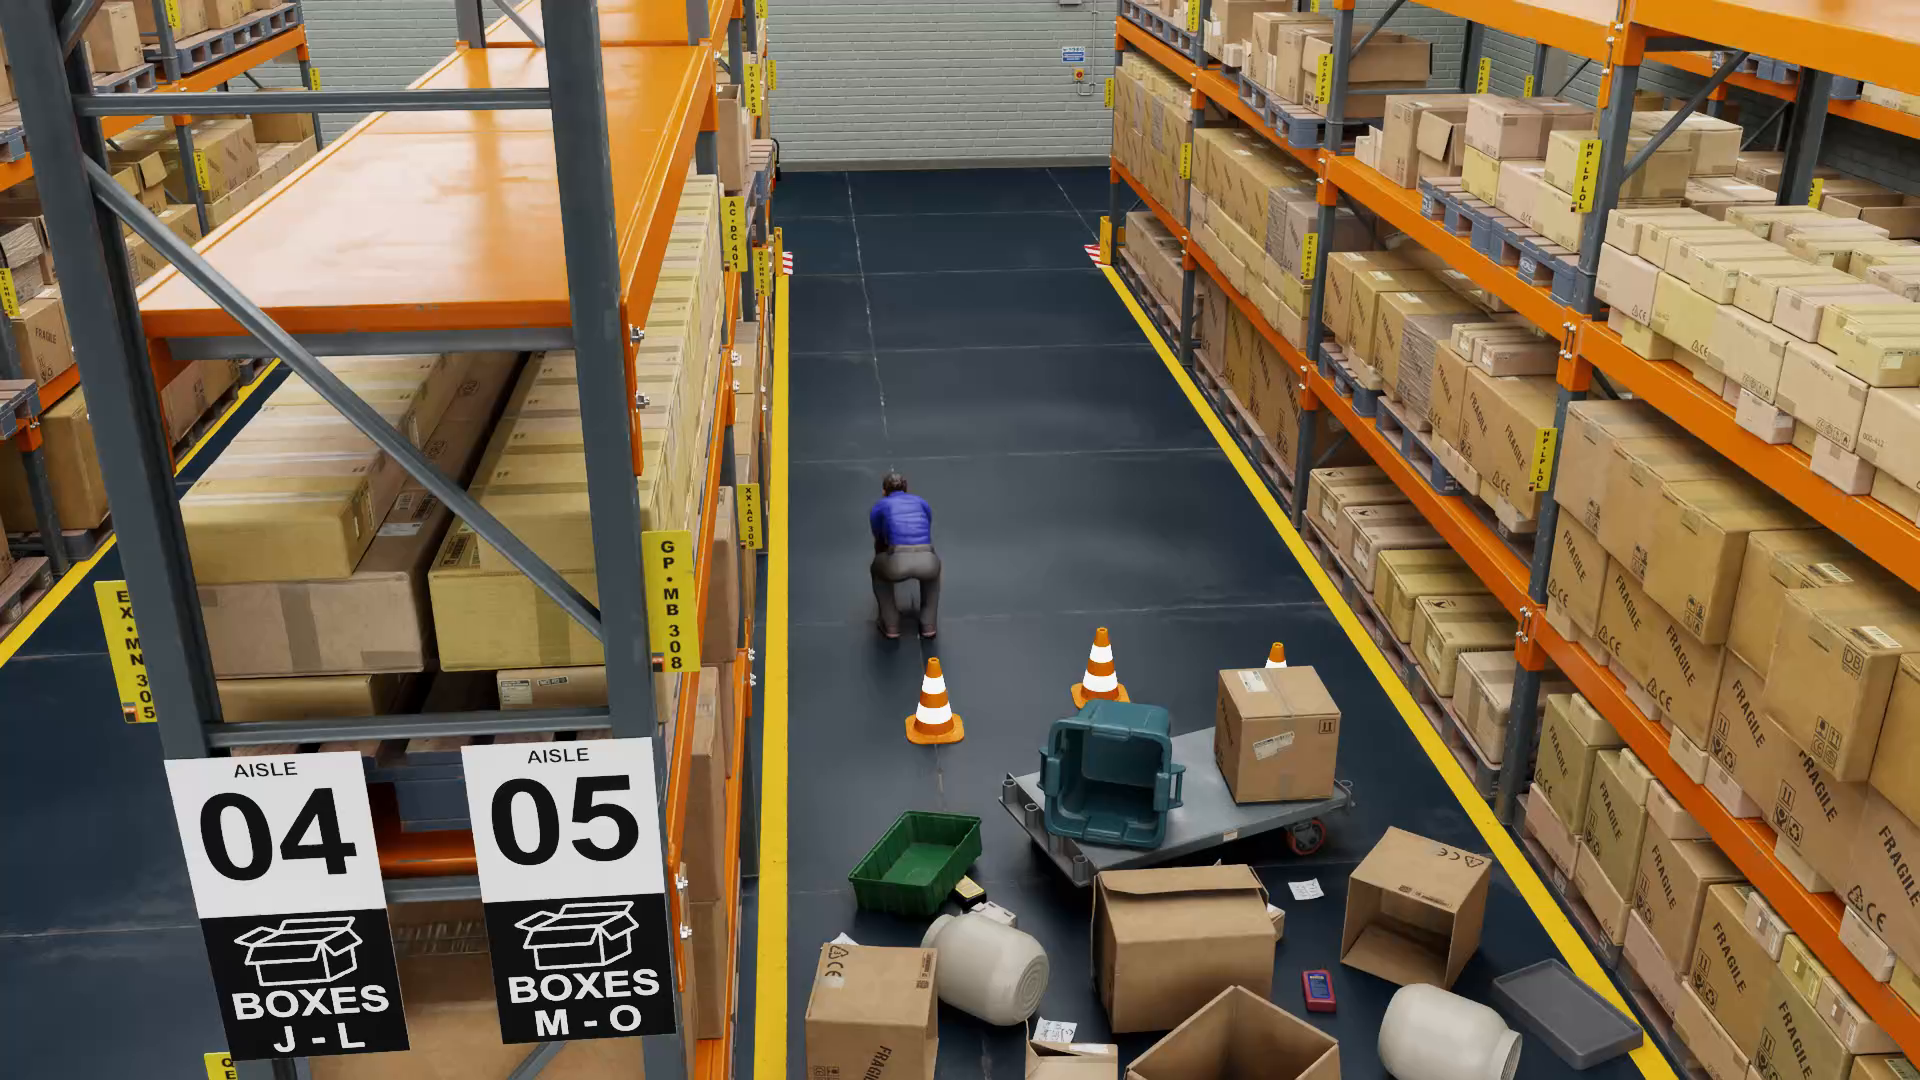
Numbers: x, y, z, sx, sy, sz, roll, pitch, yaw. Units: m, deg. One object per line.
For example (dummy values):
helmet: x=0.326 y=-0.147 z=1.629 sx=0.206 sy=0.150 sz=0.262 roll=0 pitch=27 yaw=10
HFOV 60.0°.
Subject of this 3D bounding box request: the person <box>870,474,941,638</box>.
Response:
person: x=-0.361 y=0.111 z=10.970 sx=0.465 sy=0.933 sz=0.865 roll=-3 pitch=24 yaw=-7
